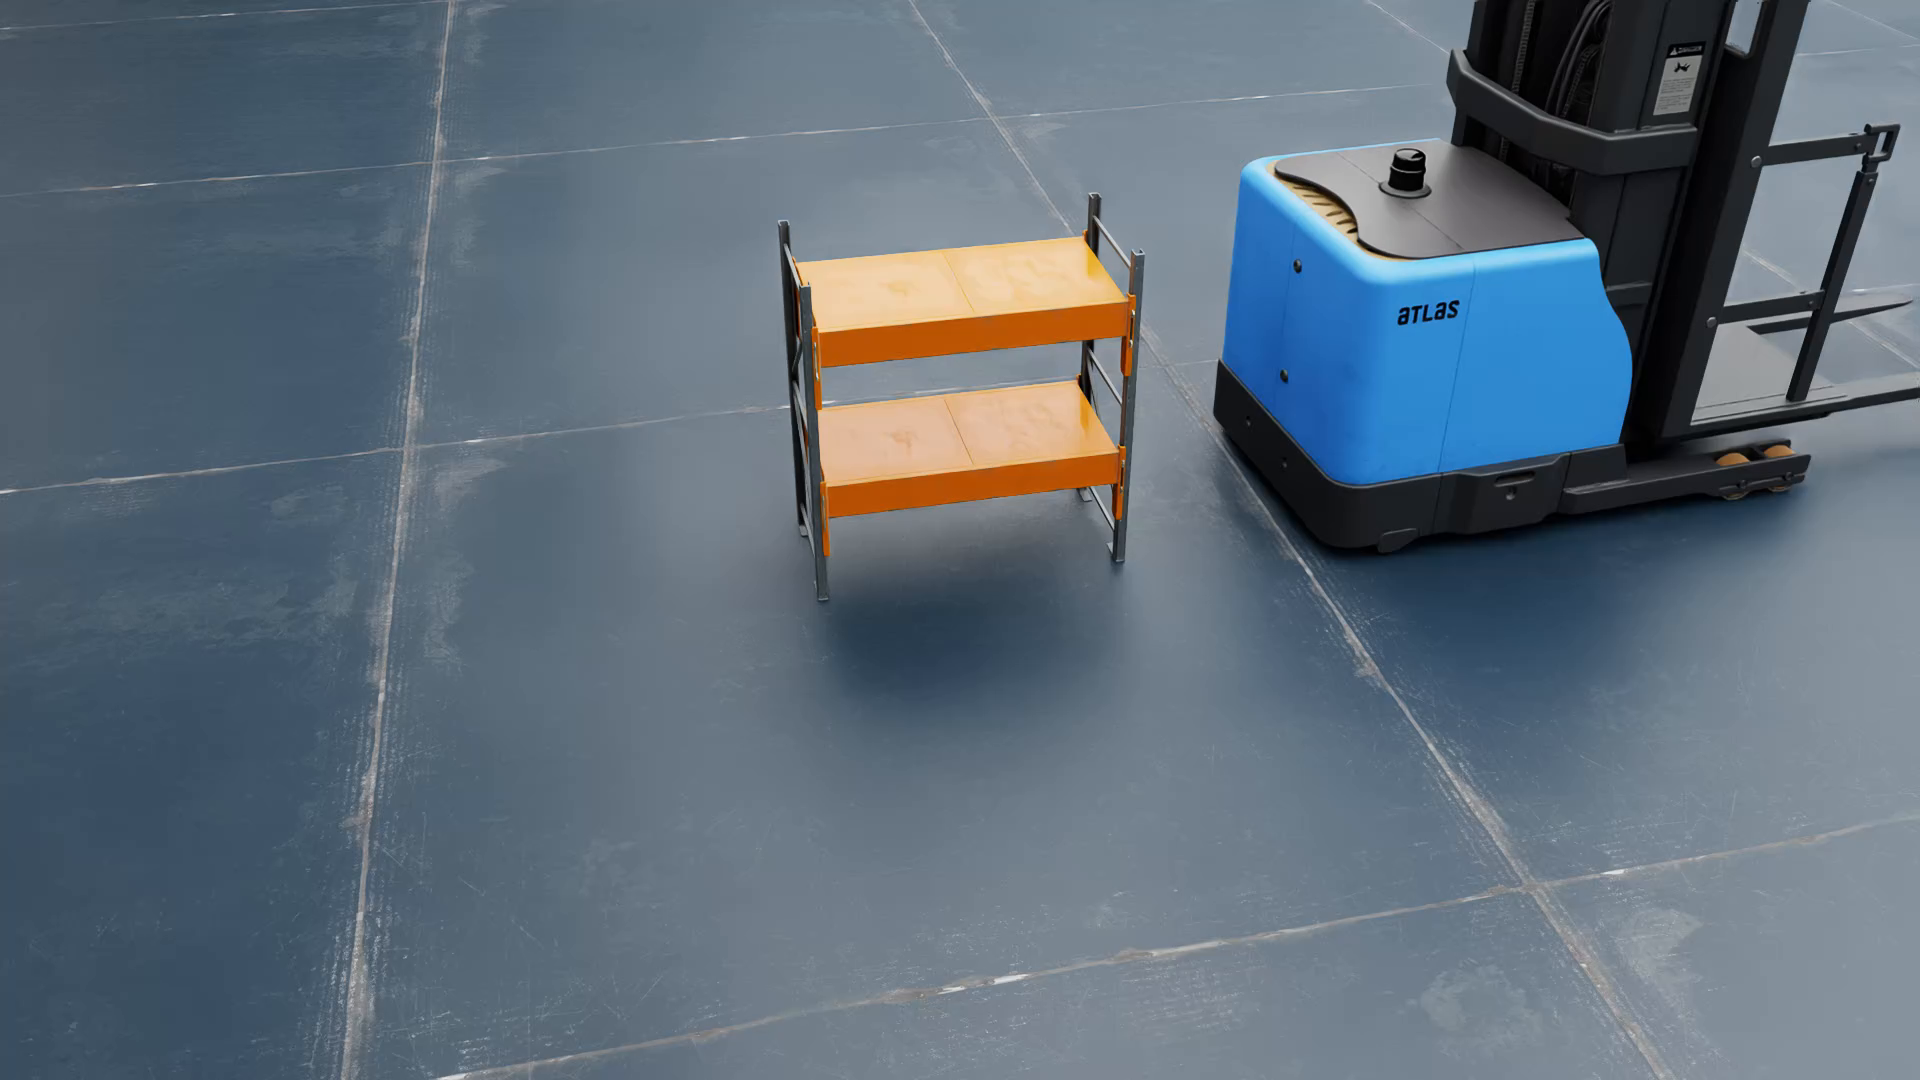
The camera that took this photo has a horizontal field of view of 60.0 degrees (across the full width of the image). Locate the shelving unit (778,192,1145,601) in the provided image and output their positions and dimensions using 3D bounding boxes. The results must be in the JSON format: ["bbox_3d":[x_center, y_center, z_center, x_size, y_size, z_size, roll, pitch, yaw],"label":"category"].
[{"bbox_3d":[-0.007,-0.466,5.435,1.048,1.125,0.538,-7,35,-11],"label":"shelving unit"}]

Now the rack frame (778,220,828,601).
[{"bbox_3d":[-0.502,-0.404,5.342,0.032,1.125,0.500,-7,35,-11],"label":"rack frame"}]

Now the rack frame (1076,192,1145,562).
[{"bbox_3d":[0.489,-0.529,5.528,0.032,1.125,0.500,-7,35,-11],"label":"rack frame"}]

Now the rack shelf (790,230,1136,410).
[{"bbox_3d":[-0.007,-0.709,5.272,1.000,0.278,0.538,-7,35,-11],"label":"rack shelf"}]

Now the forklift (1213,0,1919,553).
[{"bbox_3d":[2.540,-1.633,5.553,3.031,2.935,1.130,-9,35,-14],"label":"forklift"}]

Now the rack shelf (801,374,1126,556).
[{"bbox_3d":[-0.007,-0.263,5.572,1.000,0.278,0.538,-7,35,-11],"label":"rack shelf"}]
